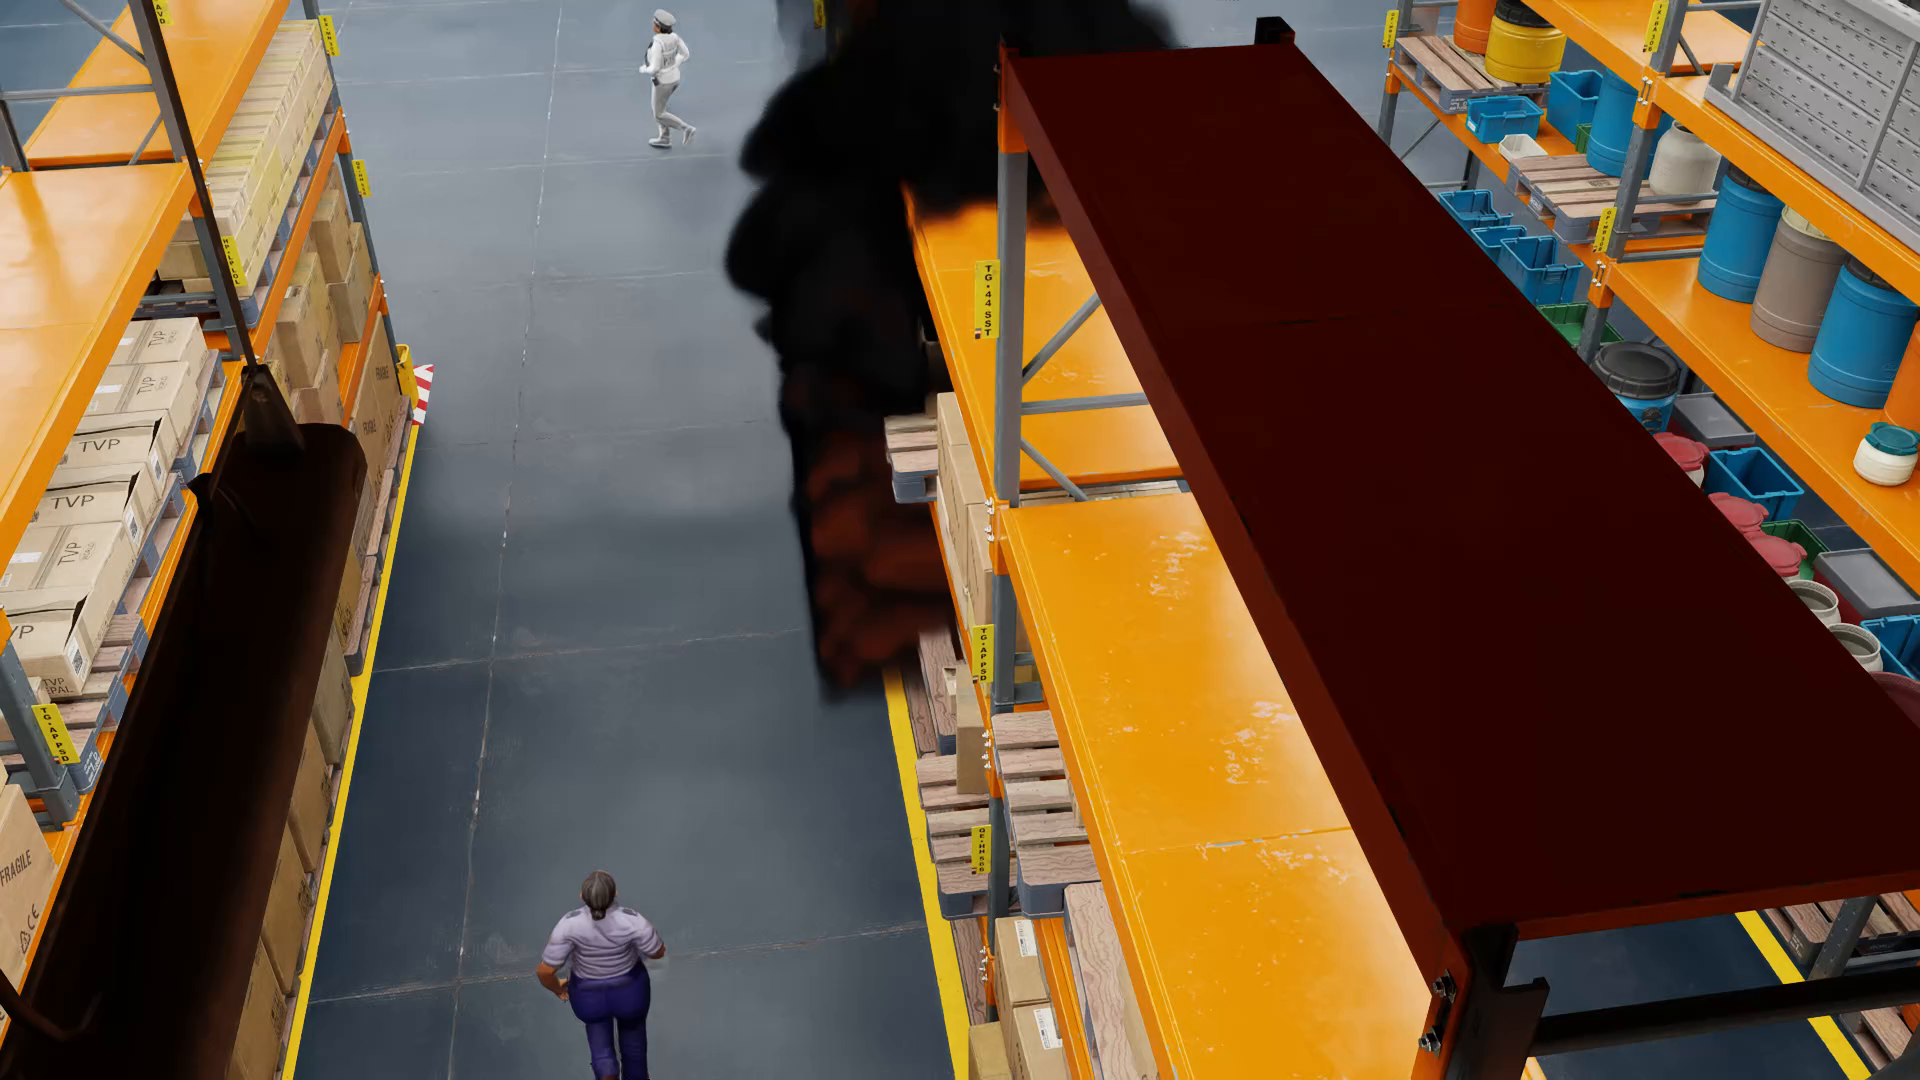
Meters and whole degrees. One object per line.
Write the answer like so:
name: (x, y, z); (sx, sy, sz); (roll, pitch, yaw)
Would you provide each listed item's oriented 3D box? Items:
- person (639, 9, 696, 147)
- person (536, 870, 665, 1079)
person: (-3.384, -5.335, 19.316); (0.717, 1.654, 0.622); (15, 39, 19)
person: (-1.793, 2.295, 8.497); (0.620, 1.620, 0.620); (-6, 37, -8)
